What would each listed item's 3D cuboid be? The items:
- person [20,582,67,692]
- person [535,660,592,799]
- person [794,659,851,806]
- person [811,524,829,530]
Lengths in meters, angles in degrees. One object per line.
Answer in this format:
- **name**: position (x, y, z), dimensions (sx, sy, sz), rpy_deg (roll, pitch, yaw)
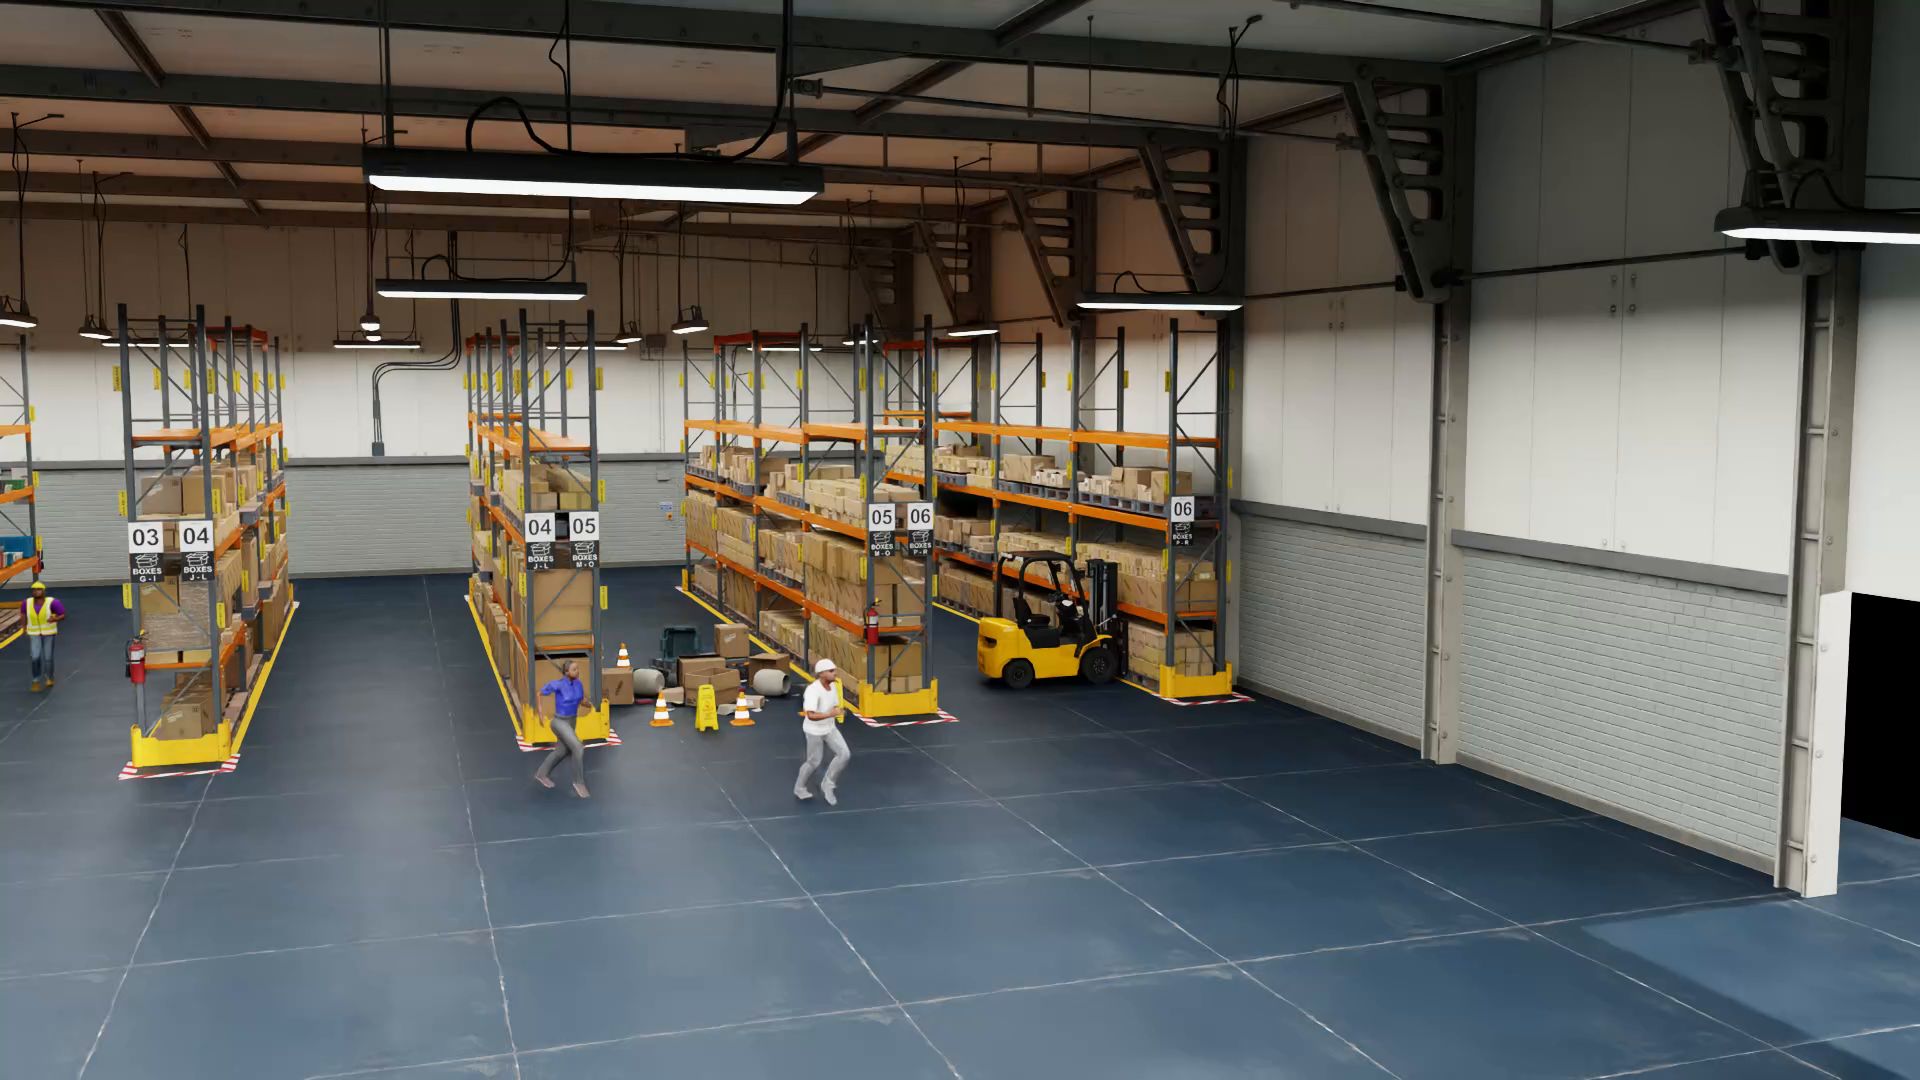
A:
- **person**: position (-14.890, 1.580, 27.017), dimensions (0.698, 1.827, 0.695), rpy_deg (-2, 6, -20)
- **person**: position (-4.823, 2.284, 20.169), dimensions (0.831, 1.697, 0.599), rpy_deg (3, 6, 25)
- **person**: position (-1.636, 2.265, 19.664), dimensions (0.811, 1.758, 0.732), rpy_deg (3, 6, 30)
- **person**: position (-3.281, 0.272, 37.719), dimensions (0.707, 1.757, 0.533), rpy_deg (-3, 6, -26)
